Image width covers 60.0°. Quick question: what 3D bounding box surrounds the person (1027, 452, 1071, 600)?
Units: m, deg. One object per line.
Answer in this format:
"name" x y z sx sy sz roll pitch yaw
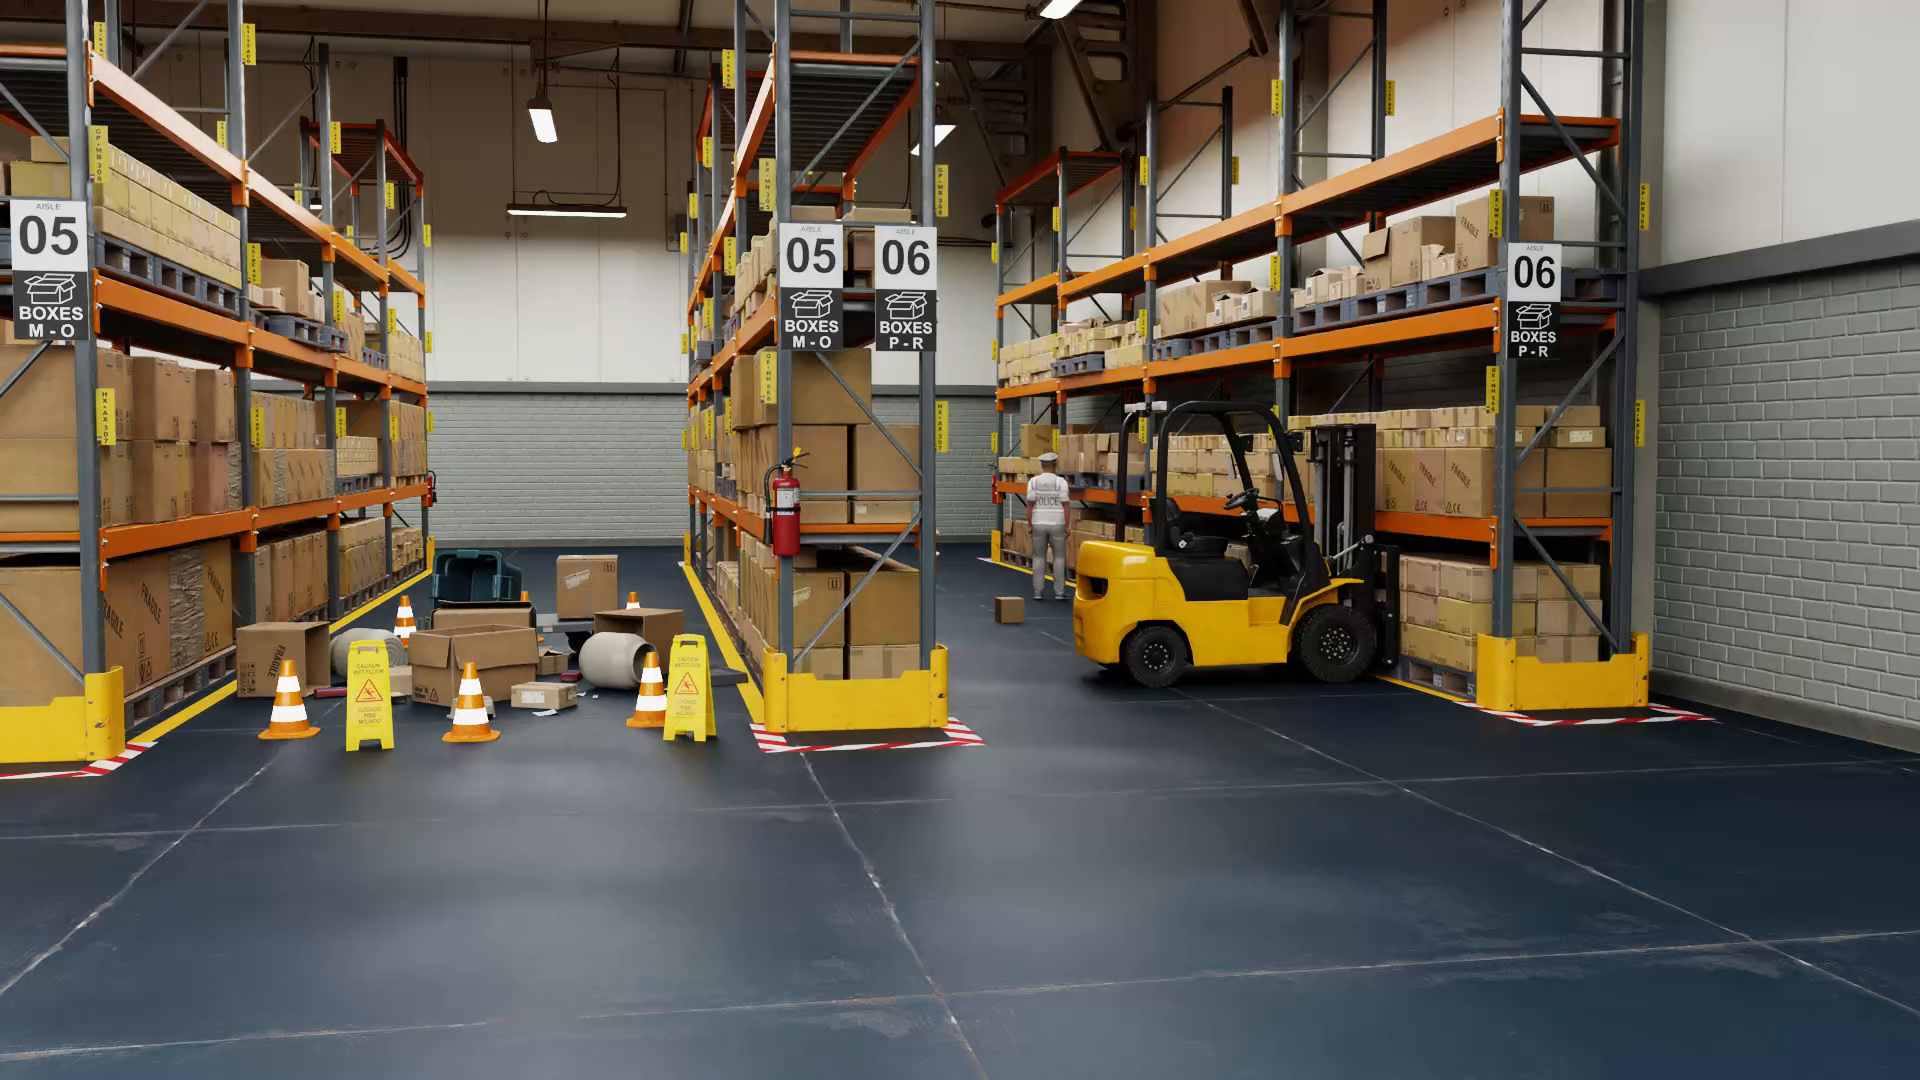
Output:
"person" 1.072 -0.165 20.006 0.527 1.773 0.395 1 3 14
